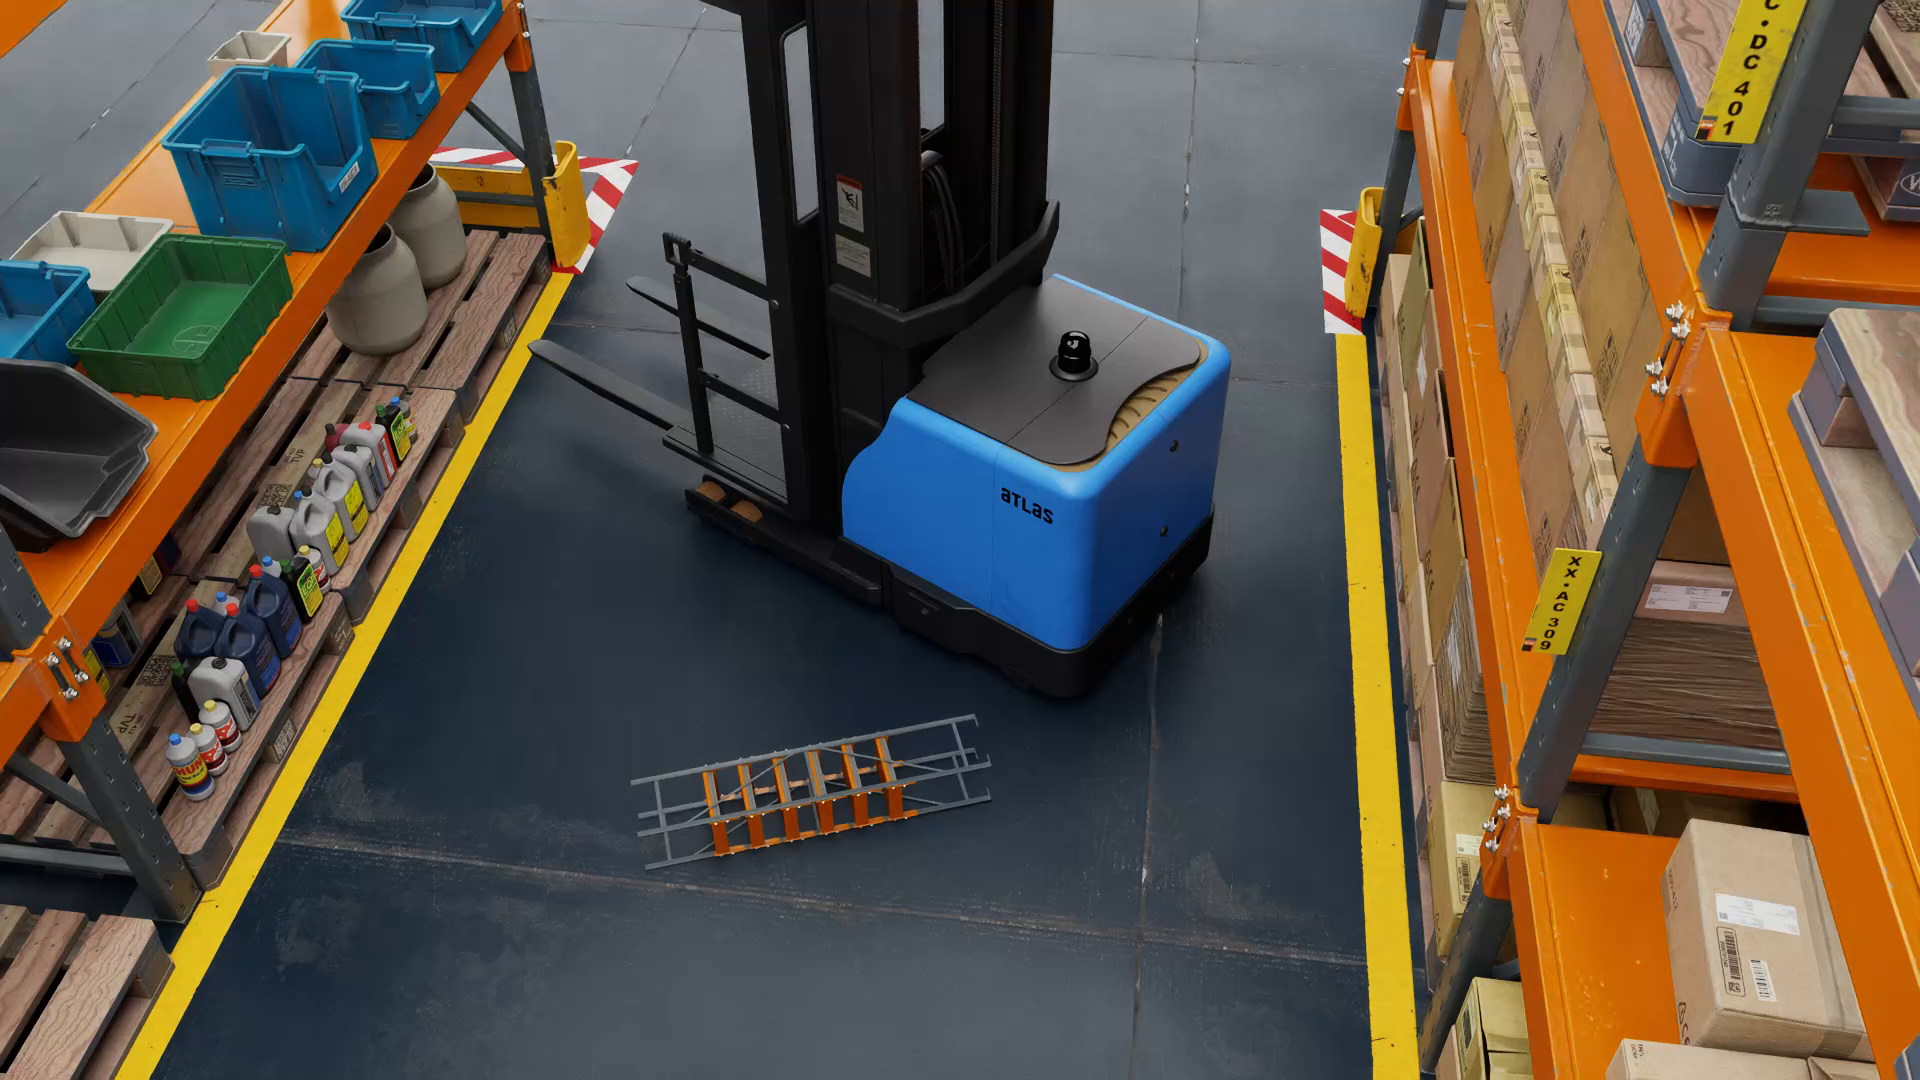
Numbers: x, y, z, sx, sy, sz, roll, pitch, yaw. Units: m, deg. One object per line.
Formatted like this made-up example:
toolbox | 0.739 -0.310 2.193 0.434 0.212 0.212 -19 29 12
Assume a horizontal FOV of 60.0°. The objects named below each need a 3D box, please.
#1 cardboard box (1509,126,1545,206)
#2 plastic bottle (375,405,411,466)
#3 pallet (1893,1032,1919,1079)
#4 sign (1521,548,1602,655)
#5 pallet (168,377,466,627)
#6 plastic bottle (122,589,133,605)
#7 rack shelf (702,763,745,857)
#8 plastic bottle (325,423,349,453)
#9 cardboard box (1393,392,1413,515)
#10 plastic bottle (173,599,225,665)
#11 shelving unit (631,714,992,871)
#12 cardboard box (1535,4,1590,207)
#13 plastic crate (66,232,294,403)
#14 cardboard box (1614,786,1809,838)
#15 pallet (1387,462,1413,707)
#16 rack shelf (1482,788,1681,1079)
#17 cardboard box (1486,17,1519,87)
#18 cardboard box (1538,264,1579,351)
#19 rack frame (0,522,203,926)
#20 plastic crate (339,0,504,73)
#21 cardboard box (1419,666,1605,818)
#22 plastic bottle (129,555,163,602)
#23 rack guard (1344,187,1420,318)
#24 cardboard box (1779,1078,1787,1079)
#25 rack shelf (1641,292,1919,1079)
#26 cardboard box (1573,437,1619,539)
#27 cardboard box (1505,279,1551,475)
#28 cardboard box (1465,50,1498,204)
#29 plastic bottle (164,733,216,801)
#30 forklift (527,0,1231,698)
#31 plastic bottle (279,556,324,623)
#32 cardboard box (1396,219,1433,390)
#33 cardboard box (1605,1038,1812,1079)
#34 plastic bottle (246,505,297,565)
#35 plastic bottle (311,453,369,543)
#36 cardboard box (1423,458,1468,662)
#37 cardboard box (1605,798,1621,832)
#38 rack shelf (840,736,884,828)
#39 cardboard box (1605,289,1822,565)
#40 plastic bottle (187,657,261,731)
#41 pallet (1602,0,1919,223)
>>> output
cardboard box | 1.957 -1.169 5.258 0.380 0.149 0.250 6 44 6
plastic bottle | -2.289 -0.446 6.695 0.061 0.283 0.133 6 44 7
pallet | 1.515 1.006 1.462 1.003 0.211 1.213 7 44 7
sign | 1.347 0.141 3.732 0.100 0.325 0.005 5 44 6
pallet | -2.723 -0.194 6.802 1.003 0.211 1.213 5 44 6
plastic bottle | -3.144 0.067 6.104 0.144 0.351 0.185 5 44 5
rack shelf | -0.808 0.913 5.646 0.103 0.180 0.258 -10 44 -10
plastic bottle | -2.457 -0.367 6.612 0.061 0.283 0.133 5 44 6
cardboard box | 2.006 -0.319 6.600 0.500 0.250 0.500 5 44 6
plastic bottle | -2.637 0.357 5.798 0.144 0.351 0.185 5 44 6
shelving unit | -0.501 0.859 5.701 1.200 0.189 0.258 -10 44 -10
cardboard box | 2.149 -1.303 4.928 0.700 0.500 0.500 5 44 6
plastic crate | -2.553 -0.742 5.506 0.450 0.188 0.662 5 44 6
cardboard box | 2.269 0.820 4.852 0.500 0.500 0.500 5 44 6
pallet | 2.203 0.174 6.413 1.003 0.211 1.213 5 44 6
rack shelf | 1.633 2.158 2.813 1.077 0.370 4.000 5 44 6
cardboard box | 2.059 -1.695 5.814 0.380 0.149 0.250 5 44 5
cardboard box | 1.857 -0.636 4.696 0.380 0.149 0.250 5 44 5
rack frame | -3.012 0.081 4.483 1.000 3.000 0.127 5 44 6
plastic crate | -2.253 -2.223 7.024 0.499 0.251 0.616 5 44 6
cardboard box | 1.818 0.704 5.520 0.500 0.250 0.500 5 44 6
plastic bottle | -3.039 0.083 6.136 0.061 0.283 0.133 5 44 6
rack guard | 2.429 -1.301 7.761 1.175 0.500 0.348 5 44 6
cardboard box | 1.710 1.378 3.040 0.500 0.500 0.500 8 44 9
rack shelf | 1.633 1.069 1.781 1.077 0.370 4.000 5 44 6
cardboard box | 1.756 -0.111 4.141 0.380 0.149 0.250 4 44 5
cardboard box | 2.083 -0.507 5.031 0.700 0.500 0.500 6 44 6
cardboard box | 2.287 -1.553 6.136 0.700 0.500 0.500 6 44 7
plastic bottle | -2.535 0.734 5.457 0.097 0.271 0.097 0 43 0
forklift | -0.499 -1.321 6.013 3.031 2.935 1.130 27 50 26
plastic bottle | -2.406 0.158 6.058 0.061 0.283 0.133 7 44 7
cardboard box | 2.071 -0.933 6.702 0.500 0.500 0.500 5 44 6
cardboard box | 1.578 1.210 3.473 0.380 0.149 0.250 5 44 6
plastic bottle | -2.563 -0.017 6.247 0.152 0.276 0.135 5 44 6
plastic bottle | -2.388 -0.175 6.359 0.144 0.351 0.185 7 44 7
cardboard box | 1.882 0.090 5.622 0.500 0.500 0.500 5 44 6
cardboard box | 2.259 1.091 5.111 0.500 0.250 0.500 5 44 6
rack shelf | -0.342 0.831 5.729 0.103 0.180 0.258 -10 44 -10
cardboard box | 1.950 -0.277 3.844 0.700 0.500 0.500 5 44 6
plastic bottle | -2.520 0.510 5.691 0.152 0.276 0.135 7 44 7
pallet | 1.985 -1.107 3.620 1.003 0.211 1.213 5 44 6
